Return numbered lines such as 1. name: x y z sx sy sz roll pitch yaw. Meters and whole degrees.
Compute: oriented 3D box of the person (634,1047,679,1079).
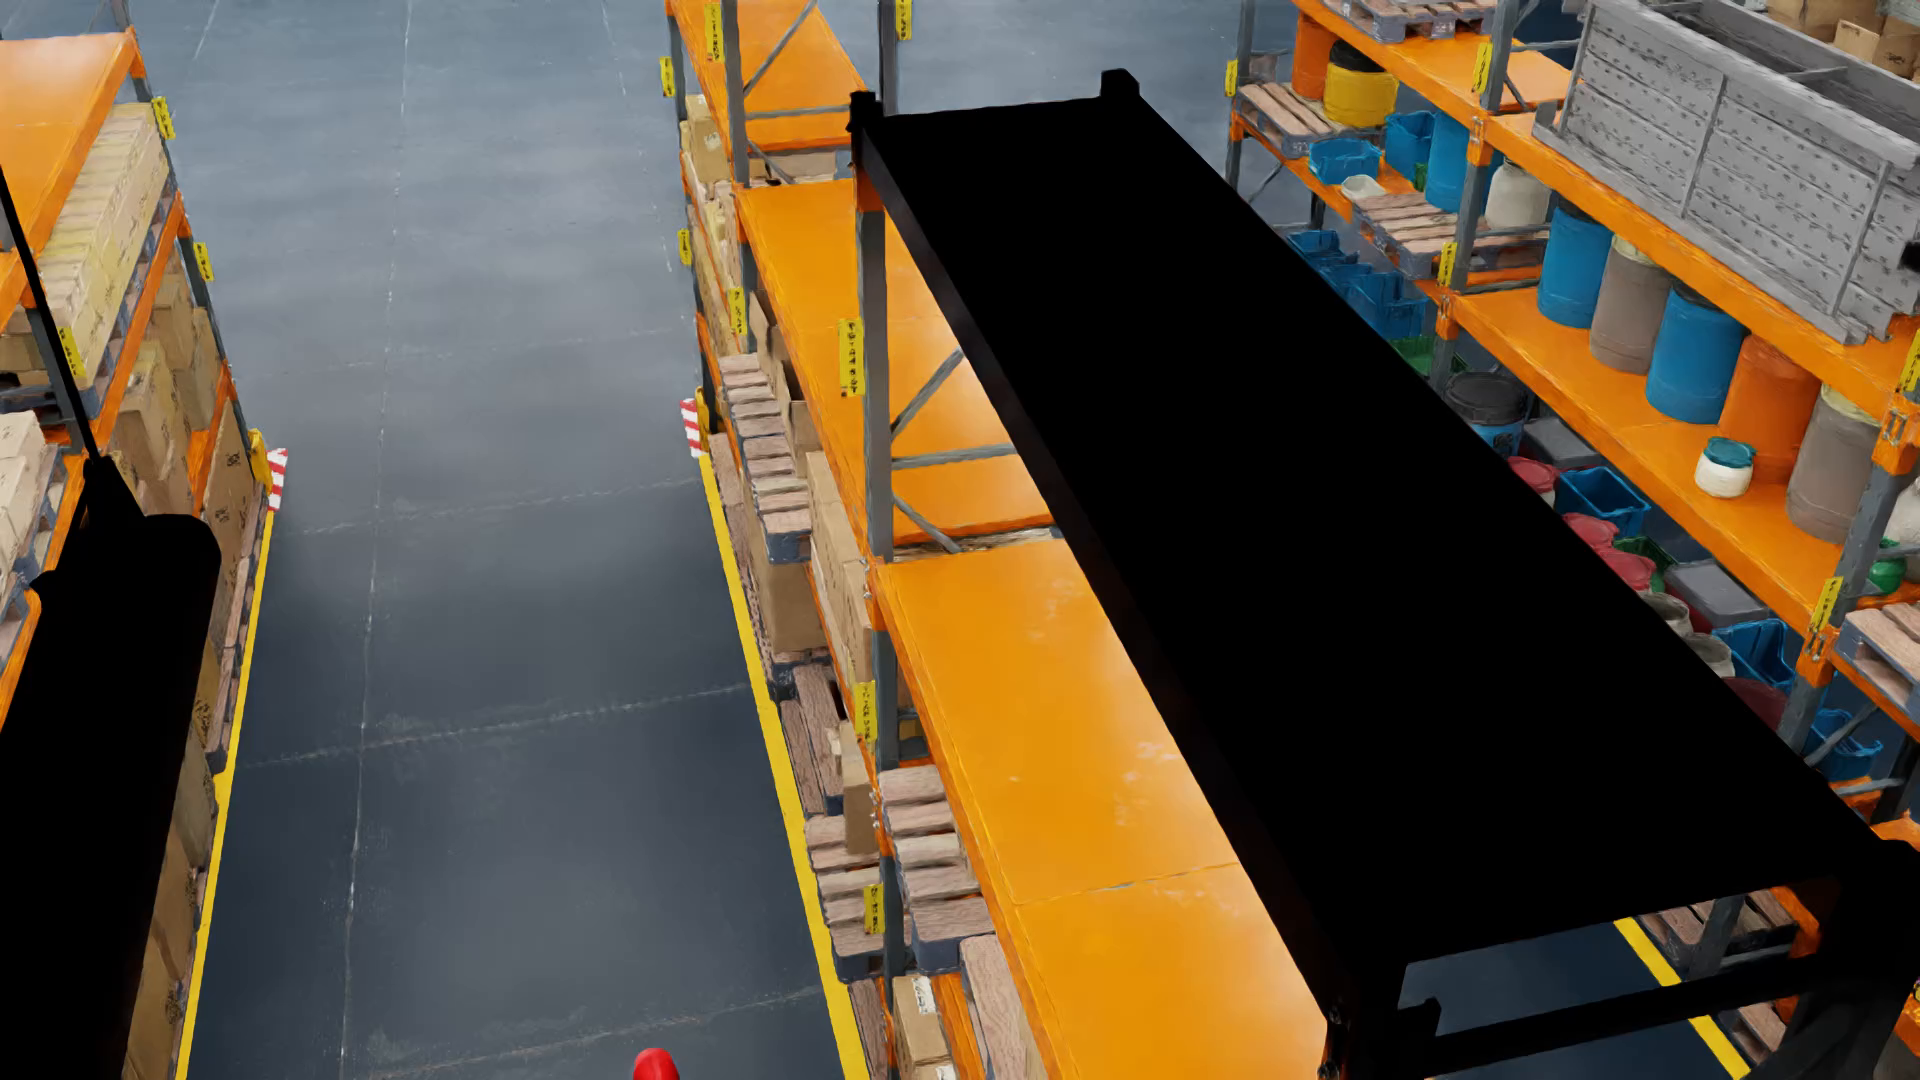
1. person: -1.409 3.113 8.013 0.565 1.736 1.044 -9 35 -12
